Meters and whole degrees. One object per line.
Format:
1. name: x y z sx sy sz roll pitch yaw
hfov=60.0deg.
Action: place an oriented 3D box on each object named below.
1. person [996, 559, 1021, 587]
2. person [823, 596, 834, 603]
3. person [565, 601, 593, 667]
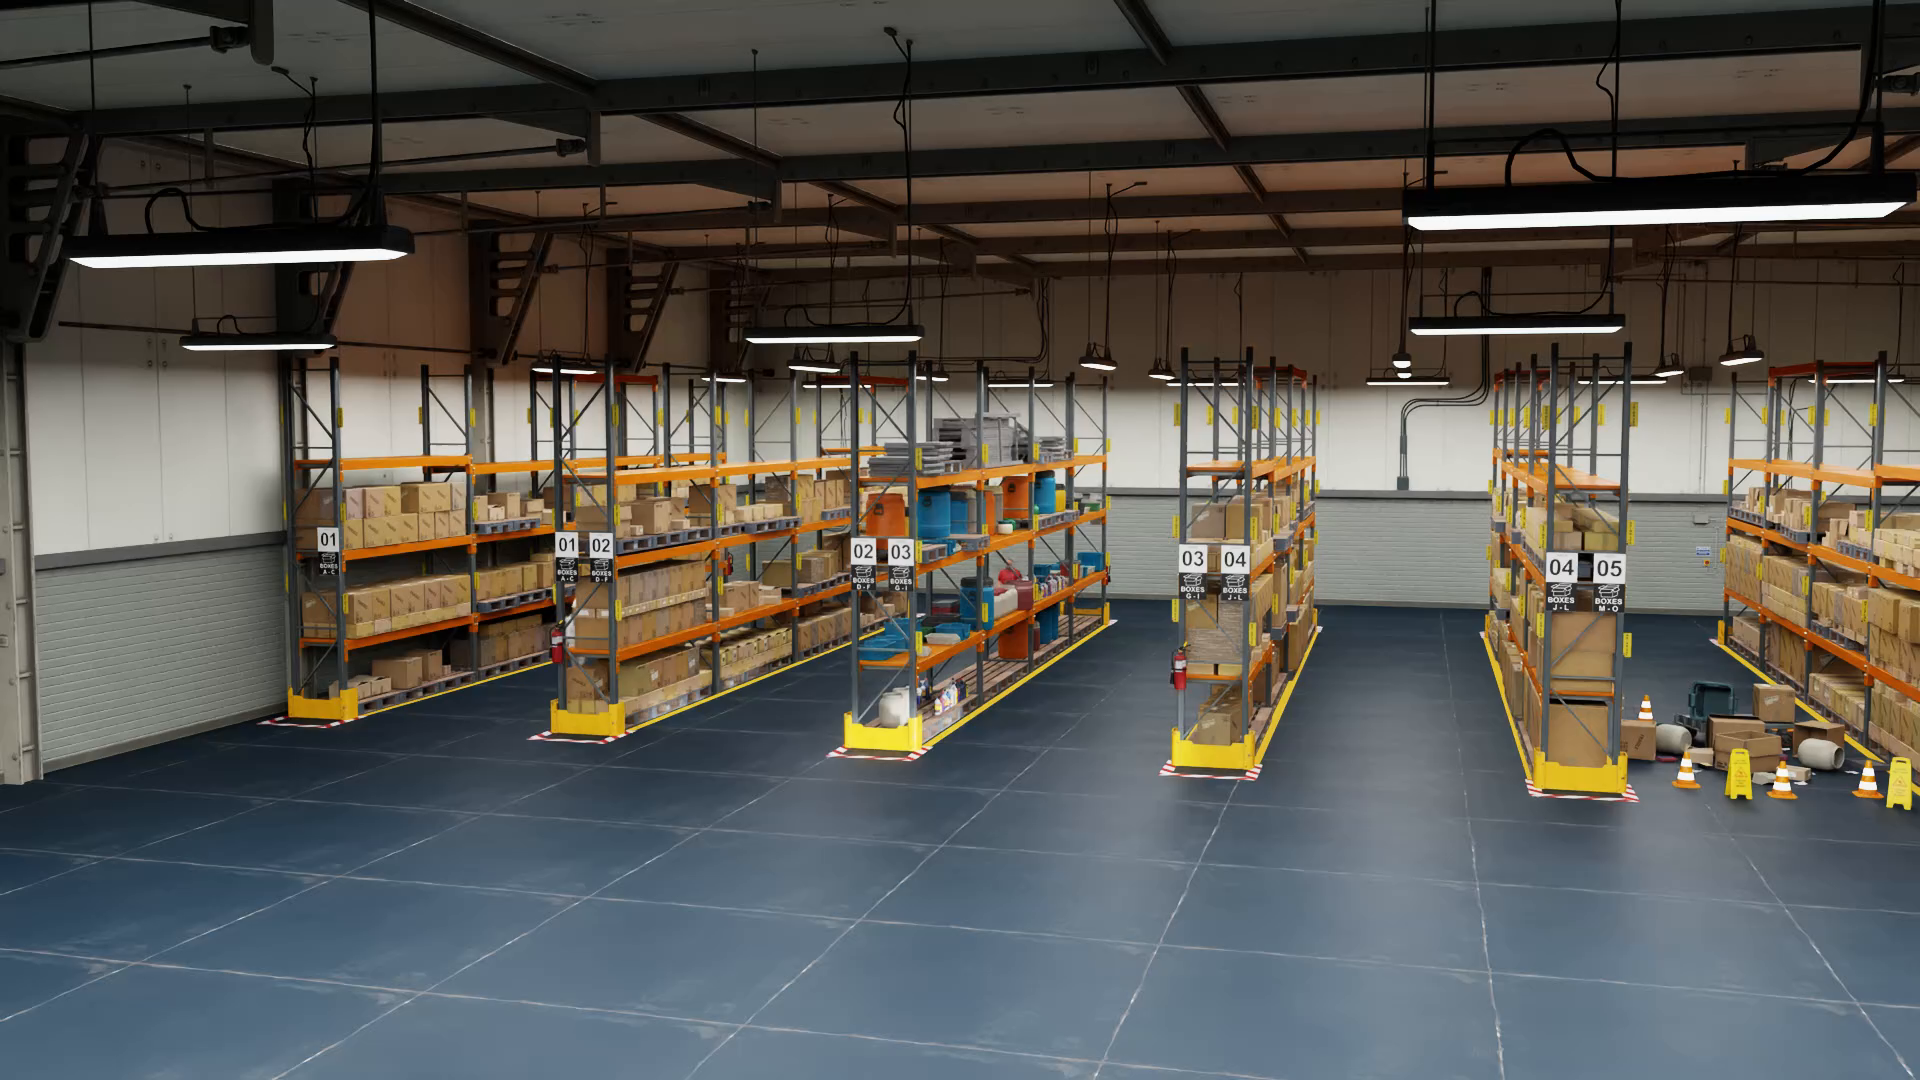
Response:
1. person: 1.138 1.274 39.173 0.568 1.663 1.081 1 4 19
2. person: -3.322 0.929 43.425 0.456 1.786 0.559 1 4 11
3. person: -6.865 1.943 29.902 0.528 1.708 1.036 0 4 -2
